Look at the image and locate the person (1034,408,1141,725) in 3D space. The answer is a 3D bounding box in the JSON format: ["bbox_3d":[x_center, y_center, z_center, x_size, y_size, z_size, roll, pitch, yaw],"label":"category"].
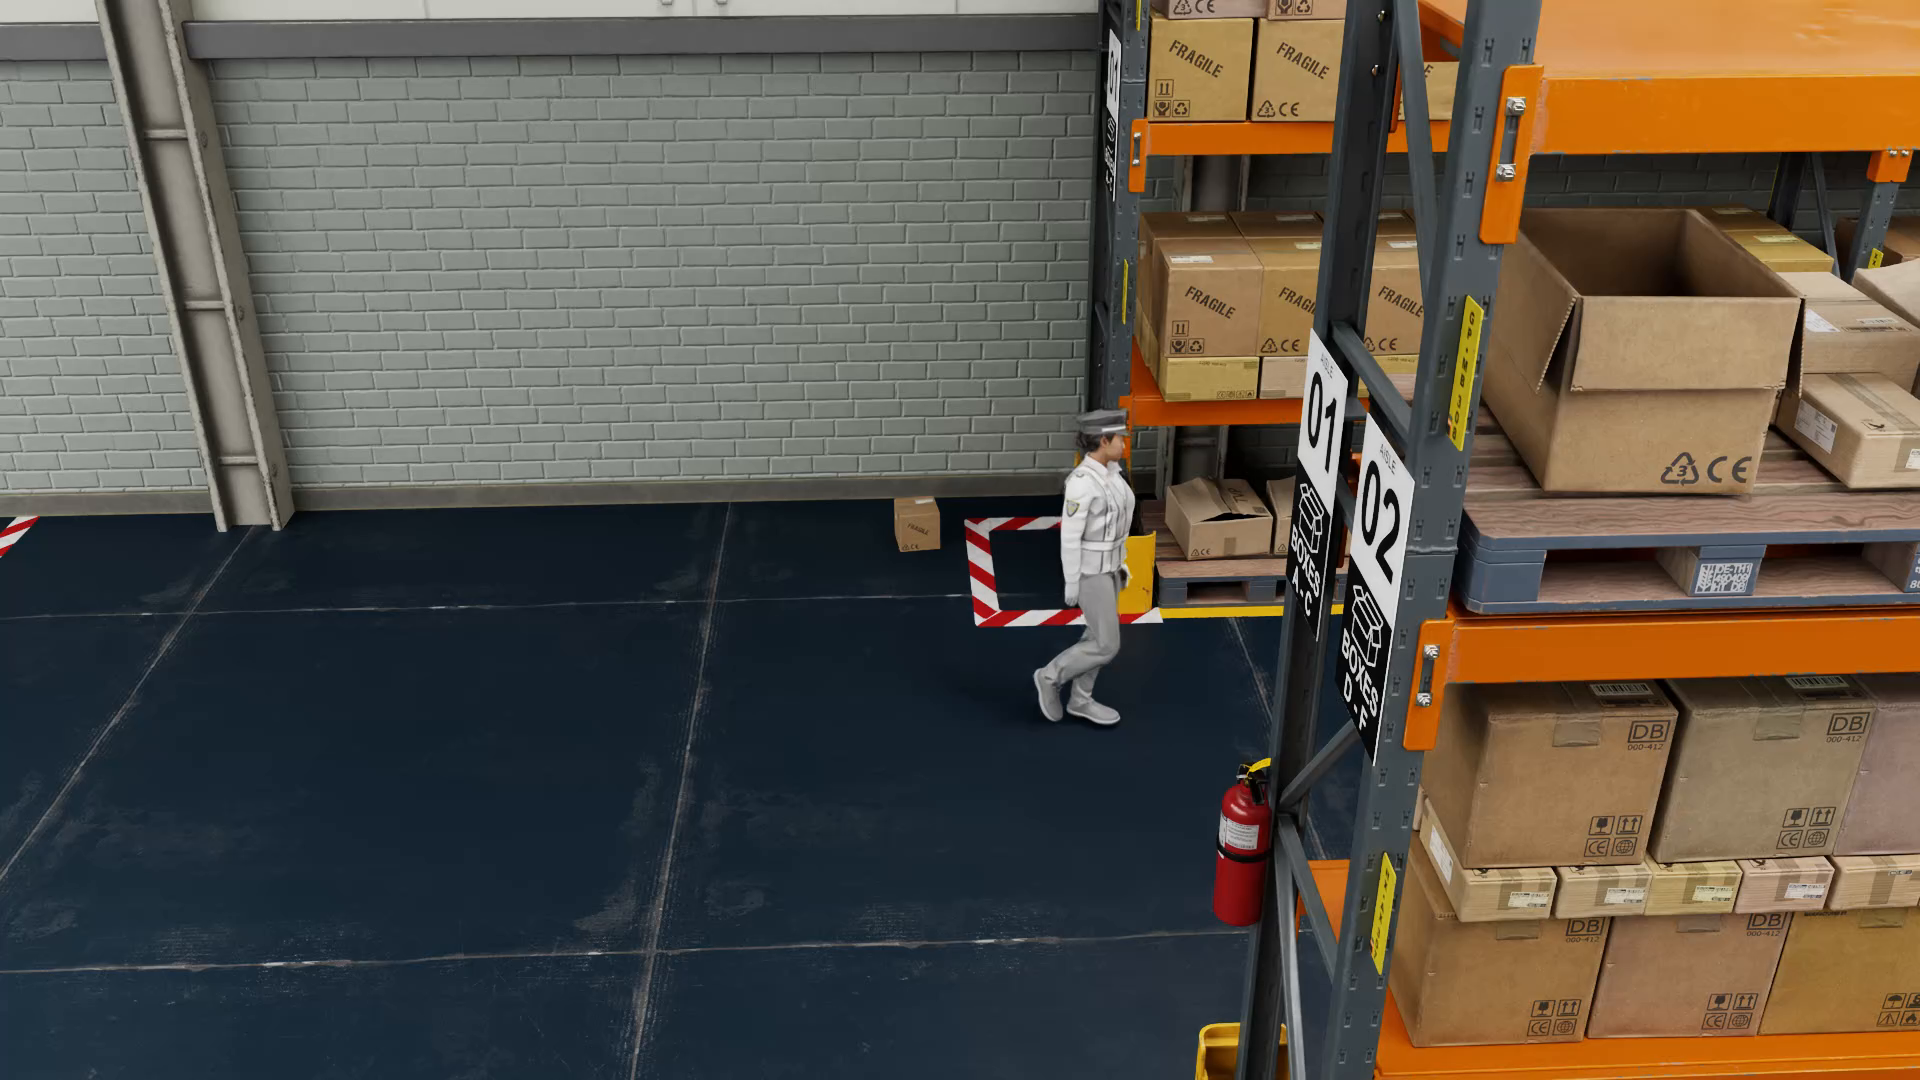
[{"bbox_3d":[0.655,0.140,8.304,0.453,1.652,0.504,12,30,21],"label":"person"}]
